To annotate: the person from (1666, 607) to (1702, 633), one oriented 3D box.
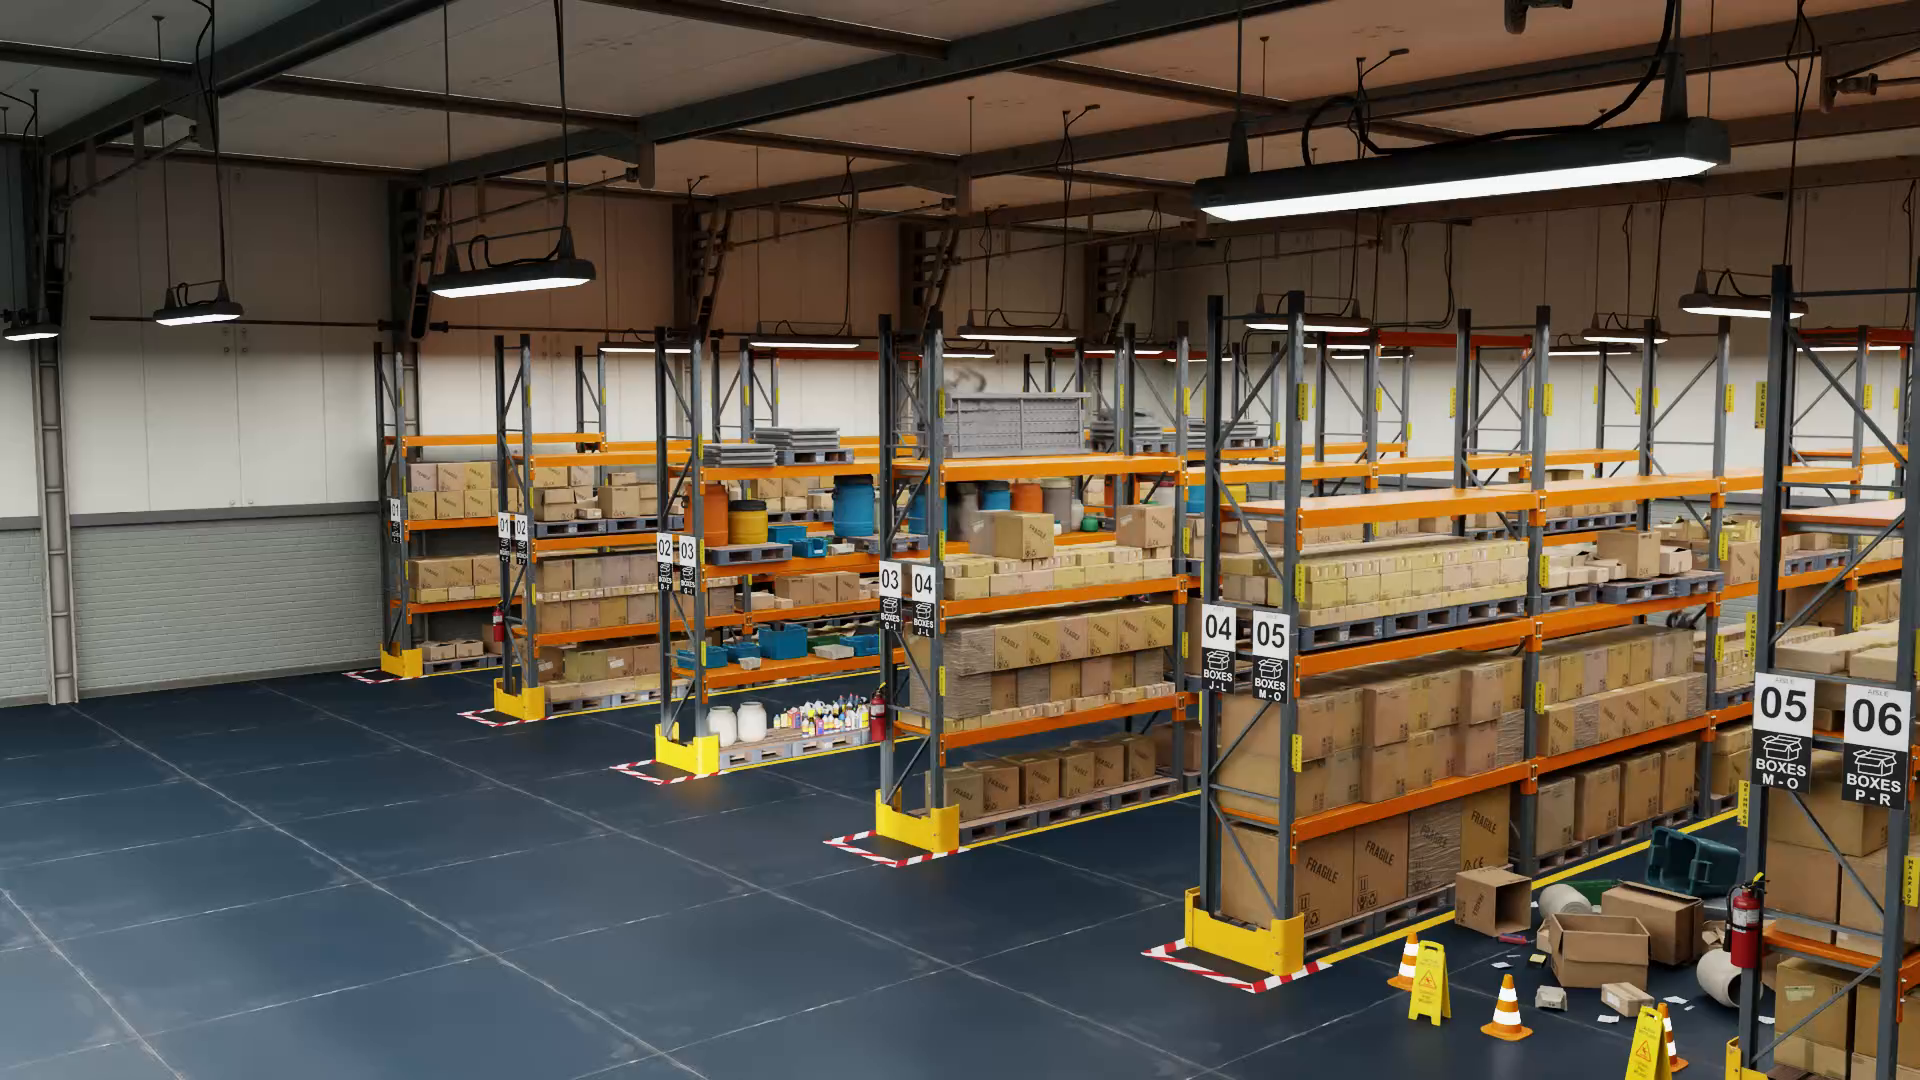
[{"bbox_3d":[11.932,1.823,27.448,0.830,1.709,0.681,-3,6,-30],"label":"person"}]
